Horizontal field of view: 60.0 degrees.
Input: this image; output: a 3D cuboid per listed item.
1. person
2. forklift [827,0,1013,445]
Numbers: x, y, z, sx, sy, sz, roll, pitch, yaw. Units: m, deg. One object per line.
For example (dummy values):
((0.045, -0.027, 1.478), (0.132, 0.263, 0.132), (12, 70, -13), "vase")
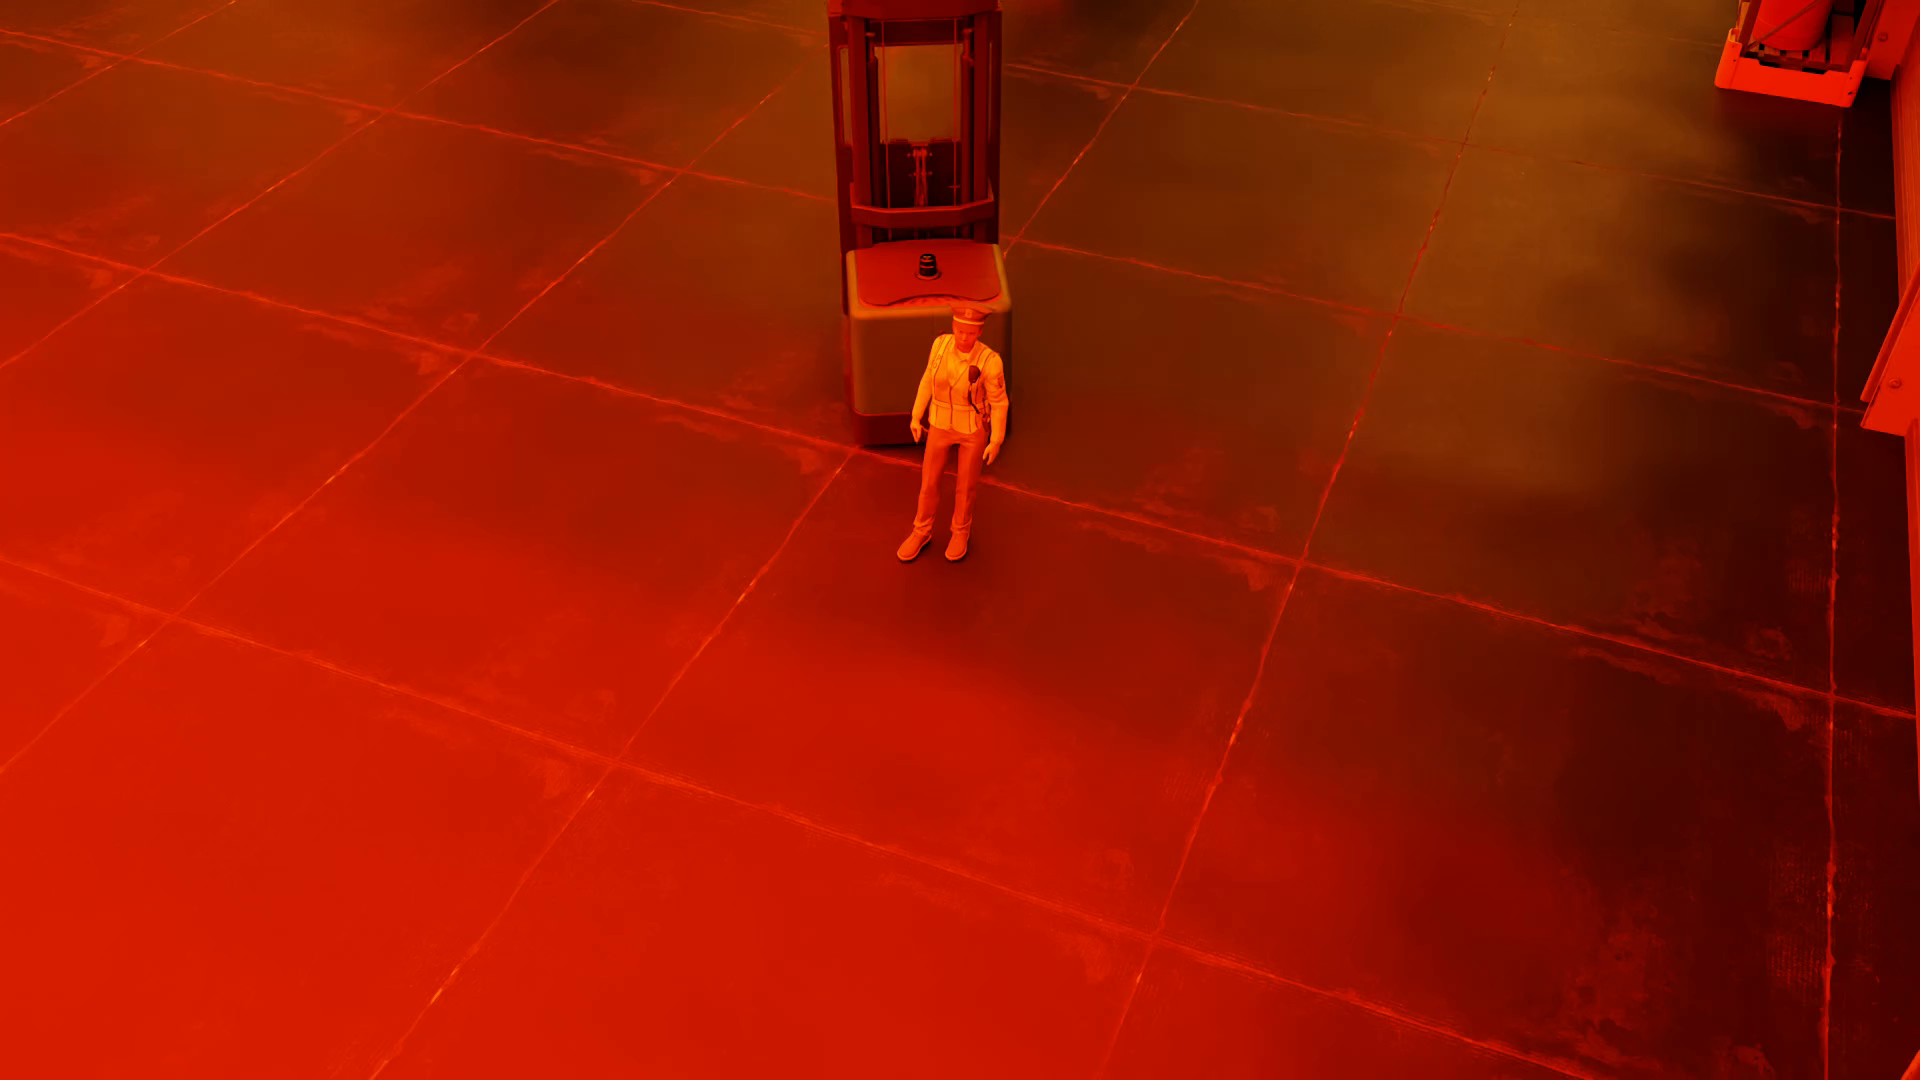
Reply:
((-0.033, -0.616, 9.695), (0.587, 1.694, 0.530), (15, 42, 17), "person")
((-0.303, -2.684, 11.213), (1.130, 2.935, 3.031), (-3, 40, -4), "forklift")
